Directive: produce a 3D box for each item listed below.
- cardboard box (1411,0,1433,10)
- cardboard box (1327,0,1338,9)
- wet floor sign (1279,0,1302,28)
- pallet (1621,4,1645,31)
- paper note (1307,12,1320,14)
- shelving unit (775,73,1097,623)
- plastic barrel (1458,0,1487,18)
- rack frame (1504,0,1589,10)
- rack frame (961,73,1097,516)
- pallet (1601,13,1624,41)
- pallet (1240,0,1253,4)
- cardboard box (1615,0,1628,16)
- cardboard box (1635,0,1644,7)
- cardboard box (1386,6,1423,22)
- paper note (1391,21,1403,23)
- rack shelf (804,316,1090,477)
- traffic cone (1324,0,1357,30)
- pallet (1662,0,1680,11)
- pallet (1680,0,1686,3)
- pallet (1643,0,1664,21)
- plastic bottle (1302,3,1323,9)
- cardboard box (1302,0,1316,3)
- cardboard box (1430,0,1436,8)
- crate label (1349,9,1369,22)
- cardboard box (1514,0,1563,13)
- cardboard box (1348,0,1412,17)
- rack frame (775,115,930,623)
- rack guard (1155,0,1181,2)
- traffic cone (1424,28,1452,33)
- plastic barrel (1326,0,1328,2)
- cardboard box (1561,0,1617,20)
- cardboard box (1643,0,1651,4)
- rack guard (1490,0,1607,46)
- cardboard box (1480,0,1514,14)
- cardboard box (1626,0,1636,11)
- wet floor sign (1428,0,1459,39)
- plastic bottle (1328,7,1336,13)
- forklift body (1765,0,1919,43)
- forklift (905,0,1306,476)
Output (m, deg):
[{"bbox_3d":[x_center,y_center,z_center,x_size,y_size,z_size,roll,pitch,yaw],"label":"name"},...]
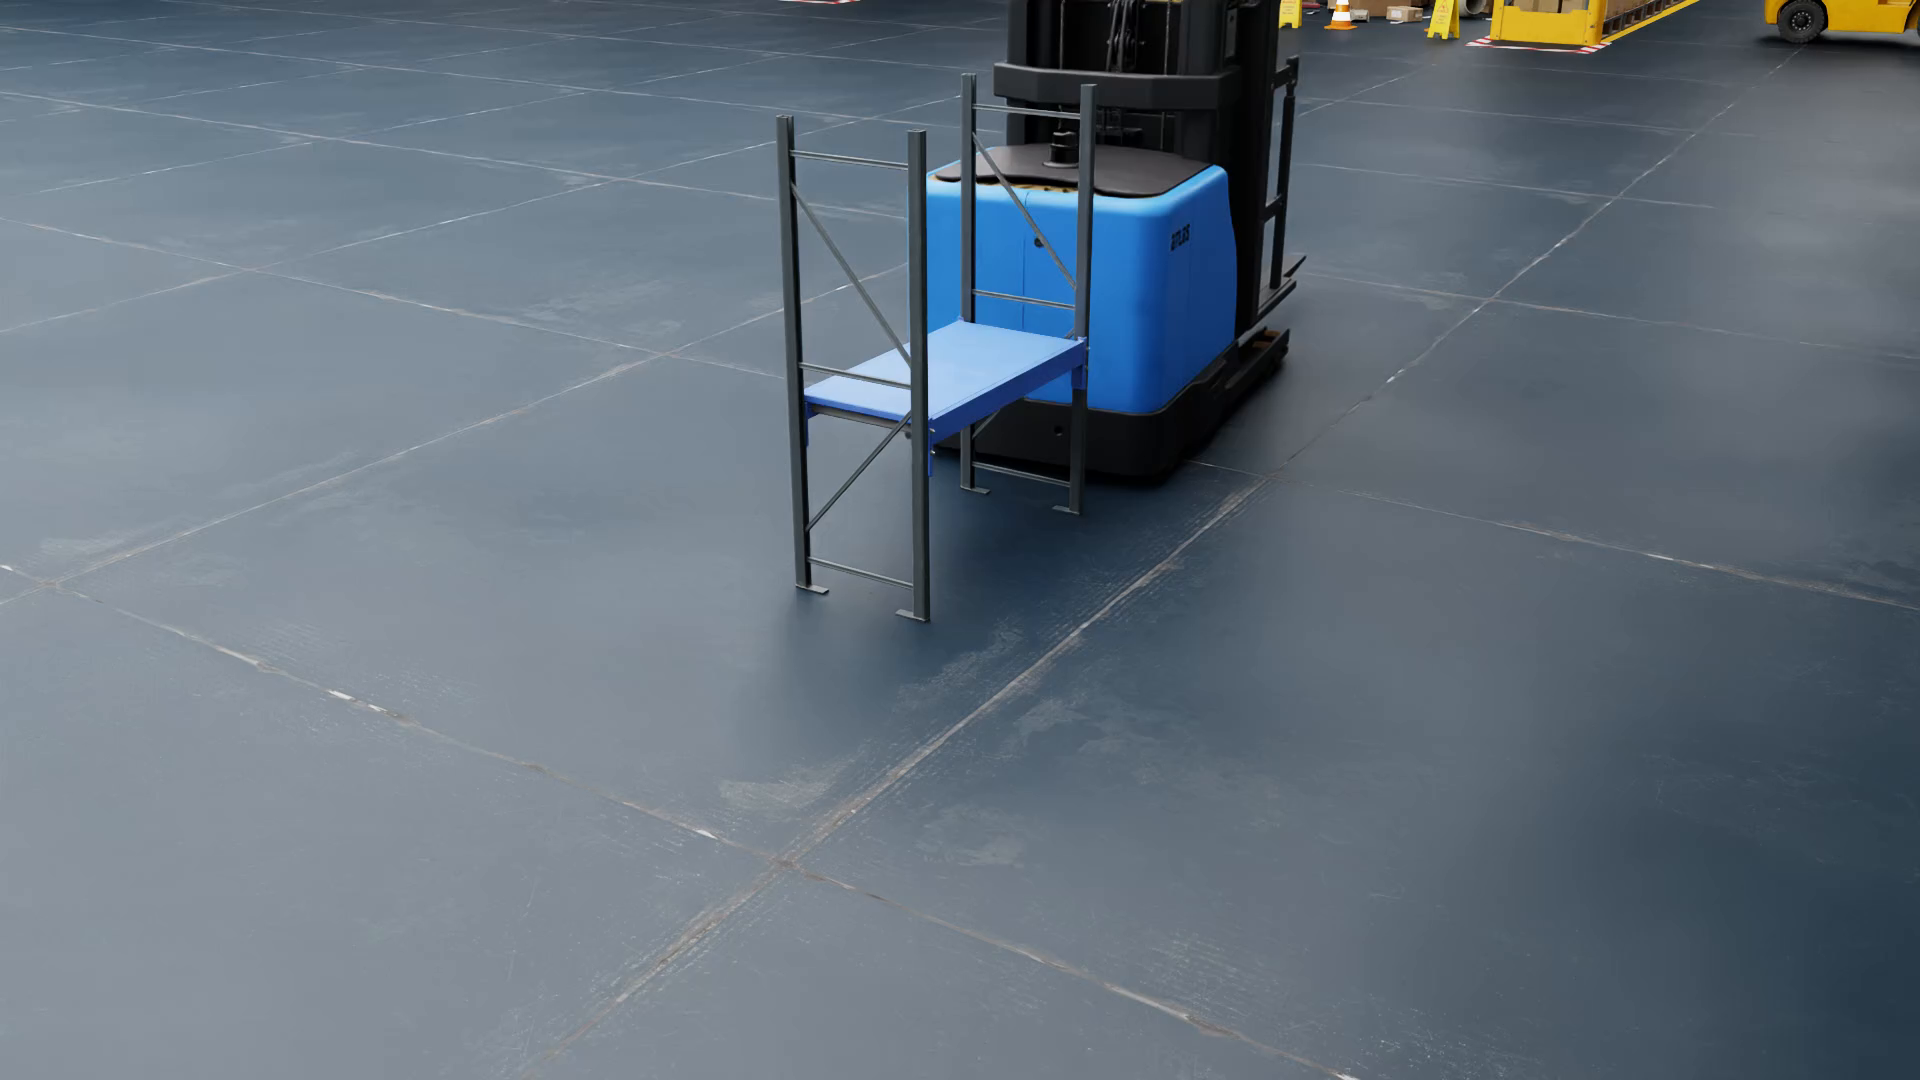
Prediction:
[{"bbox_3d":[5.810,-7.334,21.886,0.797,0.637,0.503,14,27,29],"label":"cardboard box"},{"bbox_3d":[5.058,-7.109,21.837,0.396,0.266,0.258,20,30,38],"label":"cardboard box"},{"bbox_3d":[3.957,-6.474,19.894,0.267,0.644,0.232,9,25,20],"label":"wet floor sign"},{"bbox_3d":[7.691,-6.399,20.266,1.003,0.211,1.213,14,27,29],"label":"pallet"},{"bbox_3d":[4.537,-6.776,21.365,0.142,0.017,0.144,-17,29,-35],"label":"paper note"},{"bbox_3d":[-0.045,-0.659,5.386,0.538,1.500,1.048,14,27,29],"label":"shelving unit"},{"bbox_3d":[6.352,-6.808,20.944,0.421,0.421,0.512,-7,24,-17],"label":"plastic barrel"},{"bbox_3d":[6.548,-6.976,18.089,1.000,3.000,0.127,14,27,29],"label":"rack frame"},{"bbox_3d":[0.223,-0.831,5.782,0.500,1.500,0.032,14,27,29],"label":"rack frame"},{"bbox_3d":[7.047,-5.989,19.319,1.003,0.211,1.213,14,27,29],"label":"pallet"},{"bbox_3d":[3.289,-7.396,22.569,1.003,0.211,1.213,14,27,29],"label":"pallet"},{"bbox_3d":[7.484,-6.292,19.442,0.500,0.250,0.500,15,28,31],"label":"cardboard box"},{"bbox_3d":[8.030,-6.649,20.266,0.500,0.250,0.500,14,27,30],"label":"cardboard box"},{"bbox_3d":[5.523,-6.533,20.655,0.250,0.149,0.380,-12,26,-26],"label":"cardboard box"},{"bbox_3d":[5.356,-6.350,20.380,0.148,0.019,0.142,5,24,11],"label":"paper note"},{"bbox_3d":[-0.045,-0.494,5.457,0.538,0.185,1.000,14,27,29],"label":"rack shelf"},{"bbox_3d":[4.557,-6.345,19.825,0.336,0.463,0.334,14,27,29],"label":"traffic cone"},{"bbox_3d":[9.068,-7.310,22.370,1.003,0.211,1.213,14,27,29],"label":"pallet"},{"bbox_3d":[9.710,-7.723,23.325,1.003,0.211,1.213,14,27,29],"label":"pallet"},{"bbox_3d":[8.334,-6.813,21.221,1.003,0.211,1.213,14,27,29],"label":"pallet"},{"bbox_3d":[4.659,-7.075,22.017,0.283,0.061,0.133,5,24,11],"label":"plastic bottle"},{"bbox_3d":[4.453,-7.445,22.314,0.500,0.500,0.500,20,30,38],"label":"cardboard box"},{"bbox_3d":[6.405,-7.247,22.155,0.258,0.266,0.396,-3,24,-7],"label":"cardboard box"},{"bbox_3d":[4.919,-6.474,20.533,0.250,0.136,0.298,1,23,2],"label":"crate label"},{"bbox_3d":[6.759,-6.245,19.331,0.500,0.250,0.500,14,27,29],"label":"cardboard box"},{"bbox_3d":[5.324,-6.954,21.180,0.797,0.503,0.637,-3,24,-7],"label":"cardboard box"},{"bbox_3d":[-0.313,-0.488,4.989,0.500,1.500,0.032,14,27,29],"label":"rack frame"},{"bbox_3d":[2.277,-6.824,20.885,1.175,0.500,0.348,14,27,29],"label":"rack guard"},{"bbox_3d":[5.679,-6.228,19.553,0.336,0.463,0.334,14,27,29],"label":"traffic cone"},{"bbox_3d":[5.104,-7.443,22.410,0.421,0.421,0.512,-7,24,-17],"label":"plastic barrel"},{"bbox_3d":[7.209,-6.122,19.047,0.500,0.250,0.500,14,27,29],"label":"cardboard box"},{"bbox_3d":[8.302,-6.820,20.660,0.500,0.250,0.500,13,27,28],"label":"cardboard box"},{"bbox_3d":[6.588,-5.855,18.645,1.175,0.500,0.348,14,27,29],"label":"rack guard"},{"bbox_3d":[6.937,-7.104,21.527,0.500,0.500,0.500,-7,24,-17],"label":"cardboard box"},{"bbox_3d":[7.762,-6.479,19.873,0.500,0.250,0.500,16,28,32],"label":"cardboard box"},{"bbox_3d":[5.539,-6.056,18.927,0.232,0.644,0.267,-17,29,-35],"label":"wet floor sign"},{"bbox_3d":[4.839,-6.860,21.519,0.133,0.061,0.283,5,24,11],"label":"plastic bottle"},{"bbox_3d":[10.218,-6.570,18.220,2.313,2.155,1.214,14,27,29],"label":"forklift body"},{"bbox_3d":[0.854,-2.131,6.984,1.130,2.935,3.031,10,25,22],"label":"forklift"}]
